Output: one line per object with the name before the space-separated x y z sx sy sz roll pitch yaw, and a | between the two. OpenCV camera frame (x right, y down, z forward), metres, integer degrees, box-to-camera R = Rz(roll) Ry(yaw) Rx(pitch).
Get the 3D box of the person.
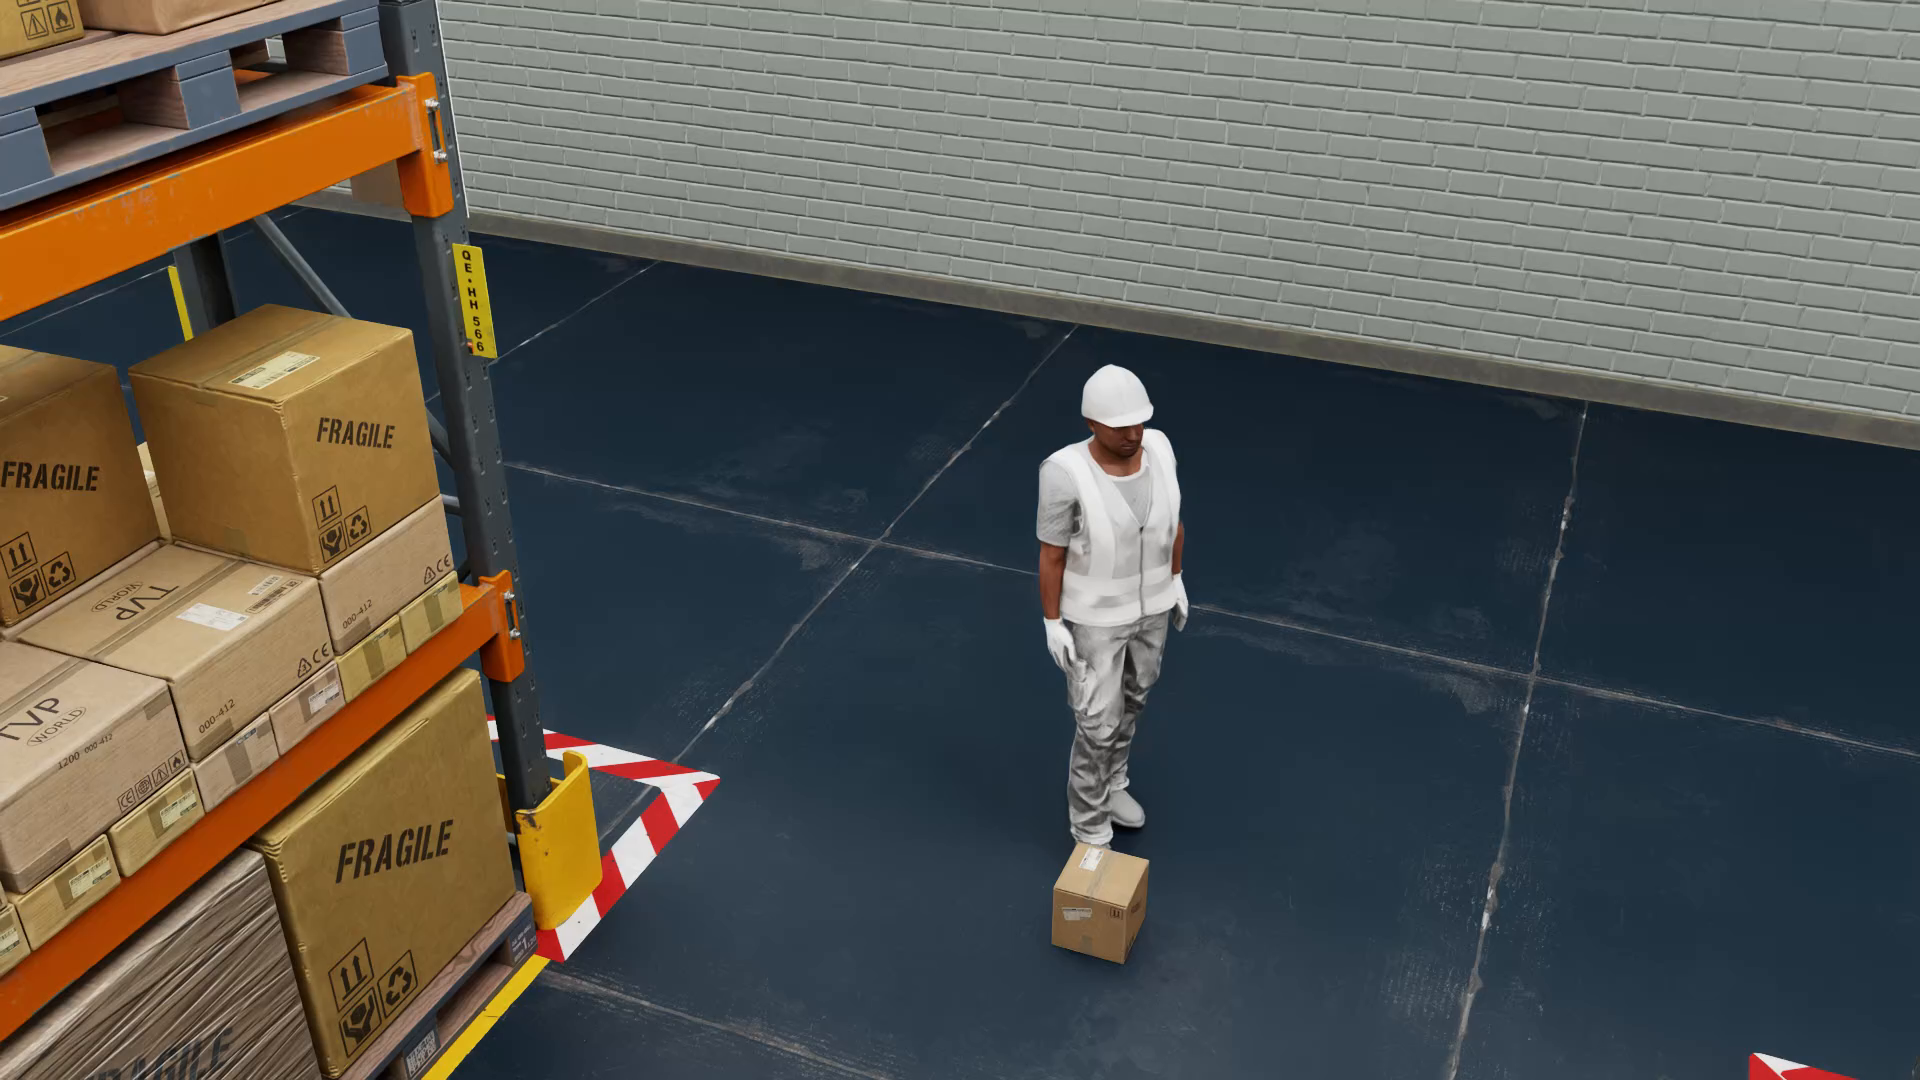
person | 0.590 0.277 5.613 0.593 1.809 0.547 -16 33 -26
